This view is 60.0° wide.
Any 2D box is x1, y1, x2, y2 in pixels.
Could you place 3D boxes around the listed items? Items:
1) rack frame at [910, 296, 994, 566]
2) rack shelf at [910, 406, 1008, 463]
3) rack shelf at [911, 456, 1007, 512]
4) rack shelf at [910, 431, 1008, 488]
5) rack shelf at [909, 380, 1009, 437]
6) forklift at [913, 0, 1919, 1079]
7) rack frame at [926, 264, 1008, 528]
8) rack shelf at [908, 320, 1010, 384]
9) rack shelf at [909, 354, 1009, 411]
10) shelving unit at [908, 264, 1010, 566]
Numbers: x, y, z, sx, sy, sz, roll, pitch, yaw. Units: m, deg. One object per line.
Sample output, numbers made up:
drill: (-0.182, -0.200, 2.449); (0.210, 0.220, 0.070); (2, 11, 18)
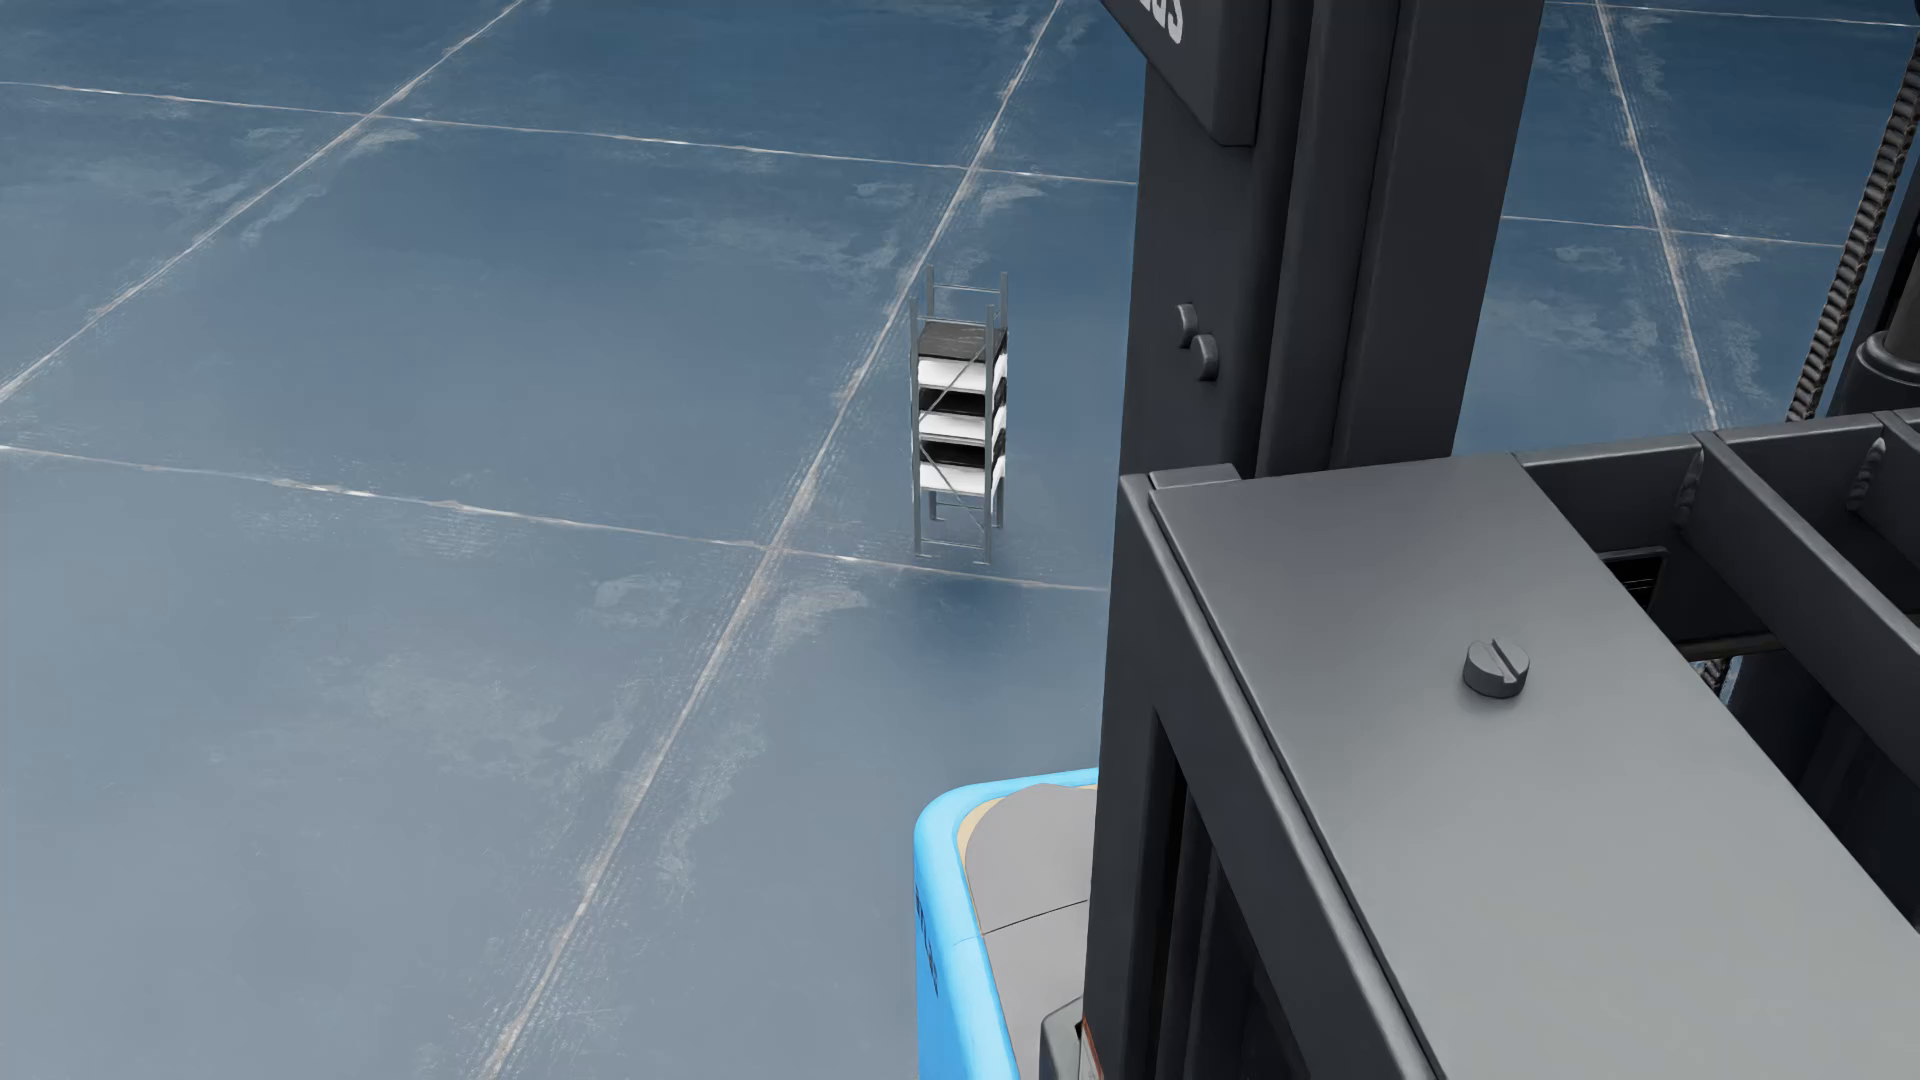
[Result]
rack frame: (-0.023, -0.301, 4.899); (0.240, 0.900, 0.006); (7, 37, 10)
rack shelf: (-0.002, -0.333, 4.999); (0.258, 0.077, 0.200); (7, 37, 10)
rack shelf: (-0.002, -0.187, 5.105); (0.258, 0.077, 0.200); (7, 37, 10)
rack shelf: (-0.002, -0.260, 5.052); (0.258, 0.077, 0.200); (7, 37, 10)
rack shelf: (-0.002, -0.406, 4.946); (0.258, 0.077, 0.200); (7, 37, 10)
forklift: (0.691, 0.905, 1.504); (1.130, 2.935, 3.031); (-6, 36, -9)
rack frame: (0.020, -0.418, 5.060); (0.240, 0.900, 0.006); (7, 37, 10)
rack shelf: (-0.002, -0.551, 4.841); (0.258, 0.077, 0.200); (7, 37, 10)
rack shelf: (-0.002, -0.478, 4.893); (0.258, 0.077, 0.200); (7, 37, 10)
shelving unit: (-0.002, -0.360, 4.979); (0.258, 0.900, 0.210); (7, 37, 10)
